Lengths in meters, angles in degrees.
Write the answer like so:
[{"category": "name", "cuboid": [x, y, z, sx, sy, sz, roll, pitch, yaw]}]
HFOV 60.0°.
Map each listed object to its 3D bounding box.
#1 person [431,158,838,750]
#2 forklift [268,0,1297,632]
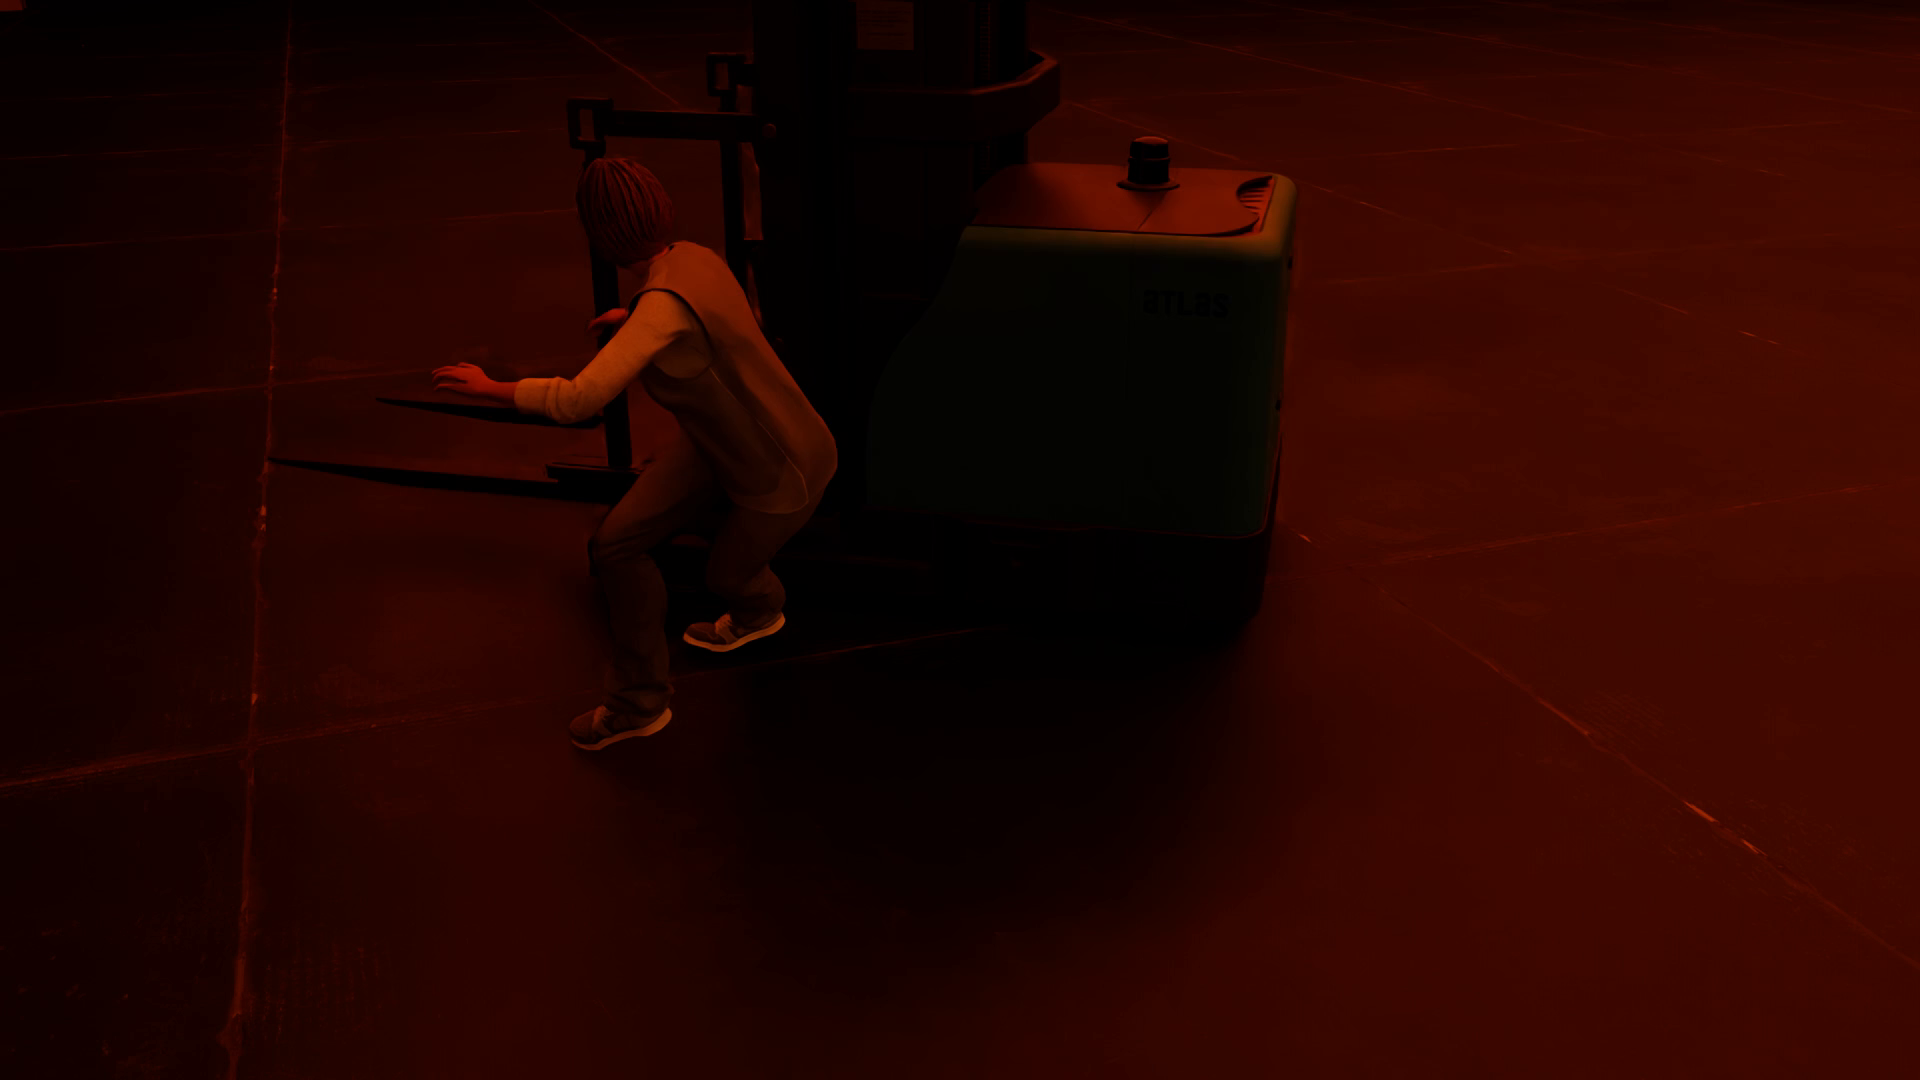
[{"category": "person", "cuboid": [-0.730, -0.189, 3.741, 0.871, 1.366, 0.845, -10, 25, -23]}, {"category": "forklift", "cuboid": [-0.578, -1.391, 4.607, 3.031, 2.935, 1.130, 5, 23, 12]}]
